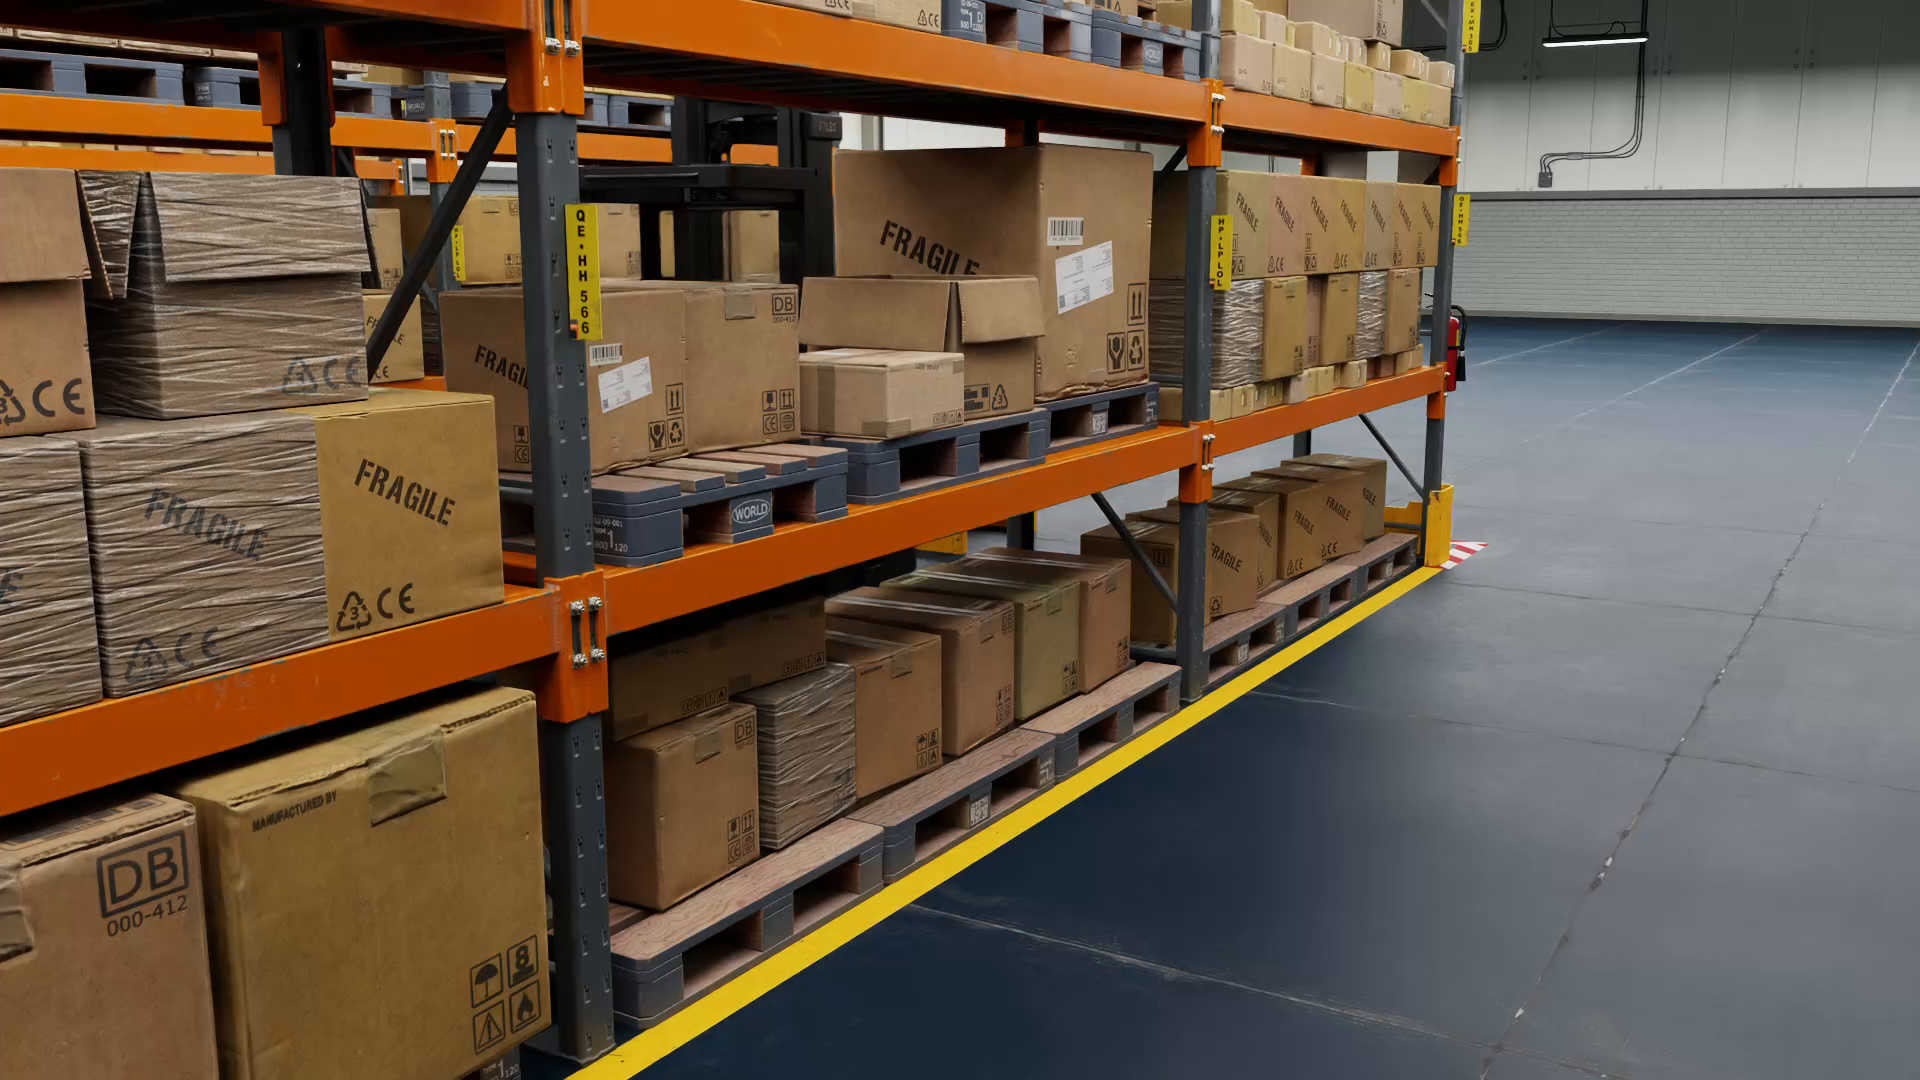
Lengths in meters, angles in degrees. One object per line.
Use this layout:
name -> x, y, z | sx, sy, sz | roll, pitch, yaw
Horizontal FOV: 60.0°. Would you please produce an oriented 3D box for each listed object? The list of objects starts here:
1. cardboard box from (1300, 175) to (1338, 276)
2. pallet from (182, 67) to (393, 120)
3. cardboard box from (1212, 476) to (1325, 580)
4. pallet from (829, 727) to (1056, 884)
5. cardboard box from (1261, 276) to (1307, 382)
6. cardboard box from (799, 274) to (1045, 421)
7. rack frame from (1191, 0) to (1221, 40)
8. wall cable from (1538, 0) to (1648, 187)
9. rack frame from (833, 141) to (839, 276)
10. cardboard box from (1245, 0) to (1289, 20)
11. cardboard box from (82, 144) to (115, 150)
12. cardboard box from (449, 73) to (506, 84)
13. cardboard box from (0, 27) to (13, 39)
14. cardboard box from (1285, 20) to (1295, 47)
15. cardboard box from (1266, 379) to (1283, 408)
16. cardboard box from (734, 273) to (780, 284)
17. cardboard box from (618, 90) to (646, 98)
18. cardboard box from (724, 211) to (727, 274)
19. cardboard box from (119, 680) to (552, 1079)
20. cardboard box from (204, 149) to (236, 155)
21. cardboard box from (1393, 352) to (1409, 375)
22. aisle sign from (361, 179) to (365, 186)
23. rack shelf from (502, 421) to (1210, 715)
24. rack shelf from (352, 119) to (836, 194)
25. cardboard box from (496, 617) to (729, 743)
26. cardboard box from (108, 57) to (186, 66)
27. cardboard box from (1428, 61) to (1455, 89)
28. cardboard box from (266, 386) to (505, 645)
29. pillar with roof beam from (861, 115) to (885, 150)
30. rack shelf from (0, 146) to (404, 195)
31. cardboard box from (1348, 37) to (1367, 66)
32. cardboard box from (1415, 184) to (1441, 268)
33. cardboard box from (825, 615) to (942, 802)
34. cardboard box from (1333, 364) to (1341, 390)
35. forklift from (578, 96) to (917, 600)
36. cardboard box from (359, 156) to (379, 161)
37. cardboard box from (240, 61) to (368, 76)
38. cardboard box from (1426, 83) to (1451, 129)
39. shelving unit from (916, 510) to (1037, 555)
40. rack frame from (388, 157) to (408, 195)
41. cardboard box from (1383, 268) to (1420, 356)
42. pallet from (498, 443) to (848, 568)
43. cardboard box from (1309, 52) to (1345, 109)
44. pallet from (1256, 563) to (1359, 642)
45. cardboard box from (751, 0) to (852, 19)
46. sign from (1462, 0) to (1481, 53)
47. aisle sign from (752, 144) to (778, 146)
cardboard box -> 1.655, -1.653, 8.749 | 0.500, 0.500, 0.500 | 6, 12, 31
pallet -> -3.934, -2.484, 9.351 | 0.805, 0.209, 1.217 | 6, 12, 28
cardboard box -> 1.802, -0.079, 9.789 | 0.500, 0.500, 0.500 | 8, 13, 36
pallet -> -0.349, 0.924, 6.362 | 1.003, 0.211, 1.213 | 6, 12, 31
cardboard box -> 1.262, -1.098, 8.501 | 0.875, 0.500, 0.500 | 6, 12, 31
cardboard box -> -0.135, -0.738, 6.238 | 0.797, 0.503, 0.637 | 8, 13, 36
rack frame -> 0.686, -3.711, 7.237 | 1.000, 3.000, 0.127 | 6, 12, 31
wall cable -> 15.258, -11.554, 39.891 | 2.305, 6.003, 0.169 | 6, 12, 31
rack frame -> -1.424, -1.881, 13.766 | 1.000, 3.000, 0.127 | 6, 12, 31
cardboard box -> 1.761, -3.099, 9.682 | 0.500, 0.500, 0.500 | 6, 12, 30
cardboard box -> -7.030, -3.207, 13.376 | 0.380, 0.149, 0.250 | 7, 13, 32
cardboard box -> -3.021, -2.883, 10.237 | 0.380, 0.149, 0.250 | 6, 12, 30
cardboard box -> -4.753, -2.451, 7.652 | 0.500, 0.250, 0.500 | 7, 13, 32
cardboard box -> 1.448, -2.512, 8.310 | 0.380, 0.149, 0.250 | 7, 13, 32
cardboard box -> 1.424, -0.764, 8.482 | 0.380, 0.149, 0.250 | 6, 12, 31
cardboard box -> -1.845, -1.804, 12.944 | 0.875, 0.550, 0.550 | 6, 12, 31
cardboard box -> -2.361, -3.084, 11.308 | 0.380, 0.149, 0.250 | 6, 12, 31
cardboard box -> -2.263, -2.261, 12.450 | 0.875, 0.550, 0.550 | 6, 12, 31
cardboard box -> -1.767, 0.811, 4.017 | 1.225, 0.875, 0.875 | 6, 12, 28
cardboard box -> -6.412, -3.360, 14.198 | 0.380, 0.149, 0.250 | 6, 12, 30
cardboard box -> 2.575, -1.120, 10.382 | 0.380, 0.149, 0.250 | 6, 12, 31
aisle sign -> -5.940, -3.655, 16.178 | 0.394, 0.787, 0.004 | 6, 12, 31
rack shelf -> -0.352, -0.094, 6.175 | 1.077, 0.370, 4.000 | 6, 12, 31
rack shelf -> -2.462, -2.687, 11.876 | 1.077, 0.370, 4.000 | 6, 12, 31
cardboard box -> -1.068, 0.402, 5.128 | 0.500, 0.250, 0.500 | 7, 13, 33
cardboard box -> -4.450, -2.663, 9.060 | 0.380, 0.149, 0.250 | 6, 12, 31
cardboard box -> 2.885, -2.915, 10.458 | 0.380, 0.149, 0.250 | 6, 12, 31
cardboard box -> -1.435, -0.081, 3.879 | 0.500, 0.500, 0.500 | 7, 13, 32
pillar with roof beam -> 1.942, -8.157, 30.984 | 9.100, 9.000, 0.548 | 6, 12, 31
rack shelf -> -6.745, -3.144, 14.317 | 1.077, 0.370, 4.000 | 6, 12, 31
cardboard box -> 2.022, -2.672, 9.162 | 0.380, 0.149, 0.250 | 6, 12, 28
cardboard box -> 2.689, -1.968, 10.433 | 0.500, 0.500, 0.500 | 6, 12, 31
cardboard box -> -0.494, 0.594, 6.144 | 0.700, 0.500, 0.500 | 8, 13, 35
cardboard box -> 1.913, -0.925, 9.340 | 0.380, 0.149, 0.250 | 6, 12, 31
forklift -> -1.390, -0.943, 8.940 | 1.130, 2.935, 3.031 | 5, 12, 27
cardboard box -> -5.653, -3.606, 15.511 | 0.380, 0.149, 0.250 | 6, 12, 31
cardboard box -> -3.731, -2.782, 9.420 | 0.500, 0.250, 0.500 | 7, 12, 31
cardboard box -> 2.730, -2.692, 10.353 | 0.500, 0.250, 0.500 | 7, 13, 32
shelving unit -> 0.040, -0.749, 11.795 | 0.587, 1.500, 1.083 | 6, 12, 31
rack frame -> -5.707, -2.338, 16.207 | 1.000, 3.000, 0.127 | 6, 12, 31
cardboard box -> 2.297, -1.413, 10.184 | 0.875, 0.500, 0.500 | 6, 12, 31
pallet -> -1.112, -0.161, 5.100 | 1.213, 0.211, 1.003 | 6, 12, 31
cardboard box -> 1.676, -2.370, 8.633 | 0.500, 0.250, 0.500 | 6, 12, 28
pallet -> 1.637, 0.307, 9.657 | 1.003, 0.211, 1.213 | 6, 12, 31
cardboard box -> -0.662, -1.664, 4.863 | 0.500, 0.250, 0.500 | 7, 13, 32
sign -> 3.227, -3.245, 10.492 | 0.100, 0.325, 0.005 | 6, 12, 31
aisle sign -> -1.643, -3.199, 13.739 | 0.394, 0.787, 0.004 | 6, 12, 31
